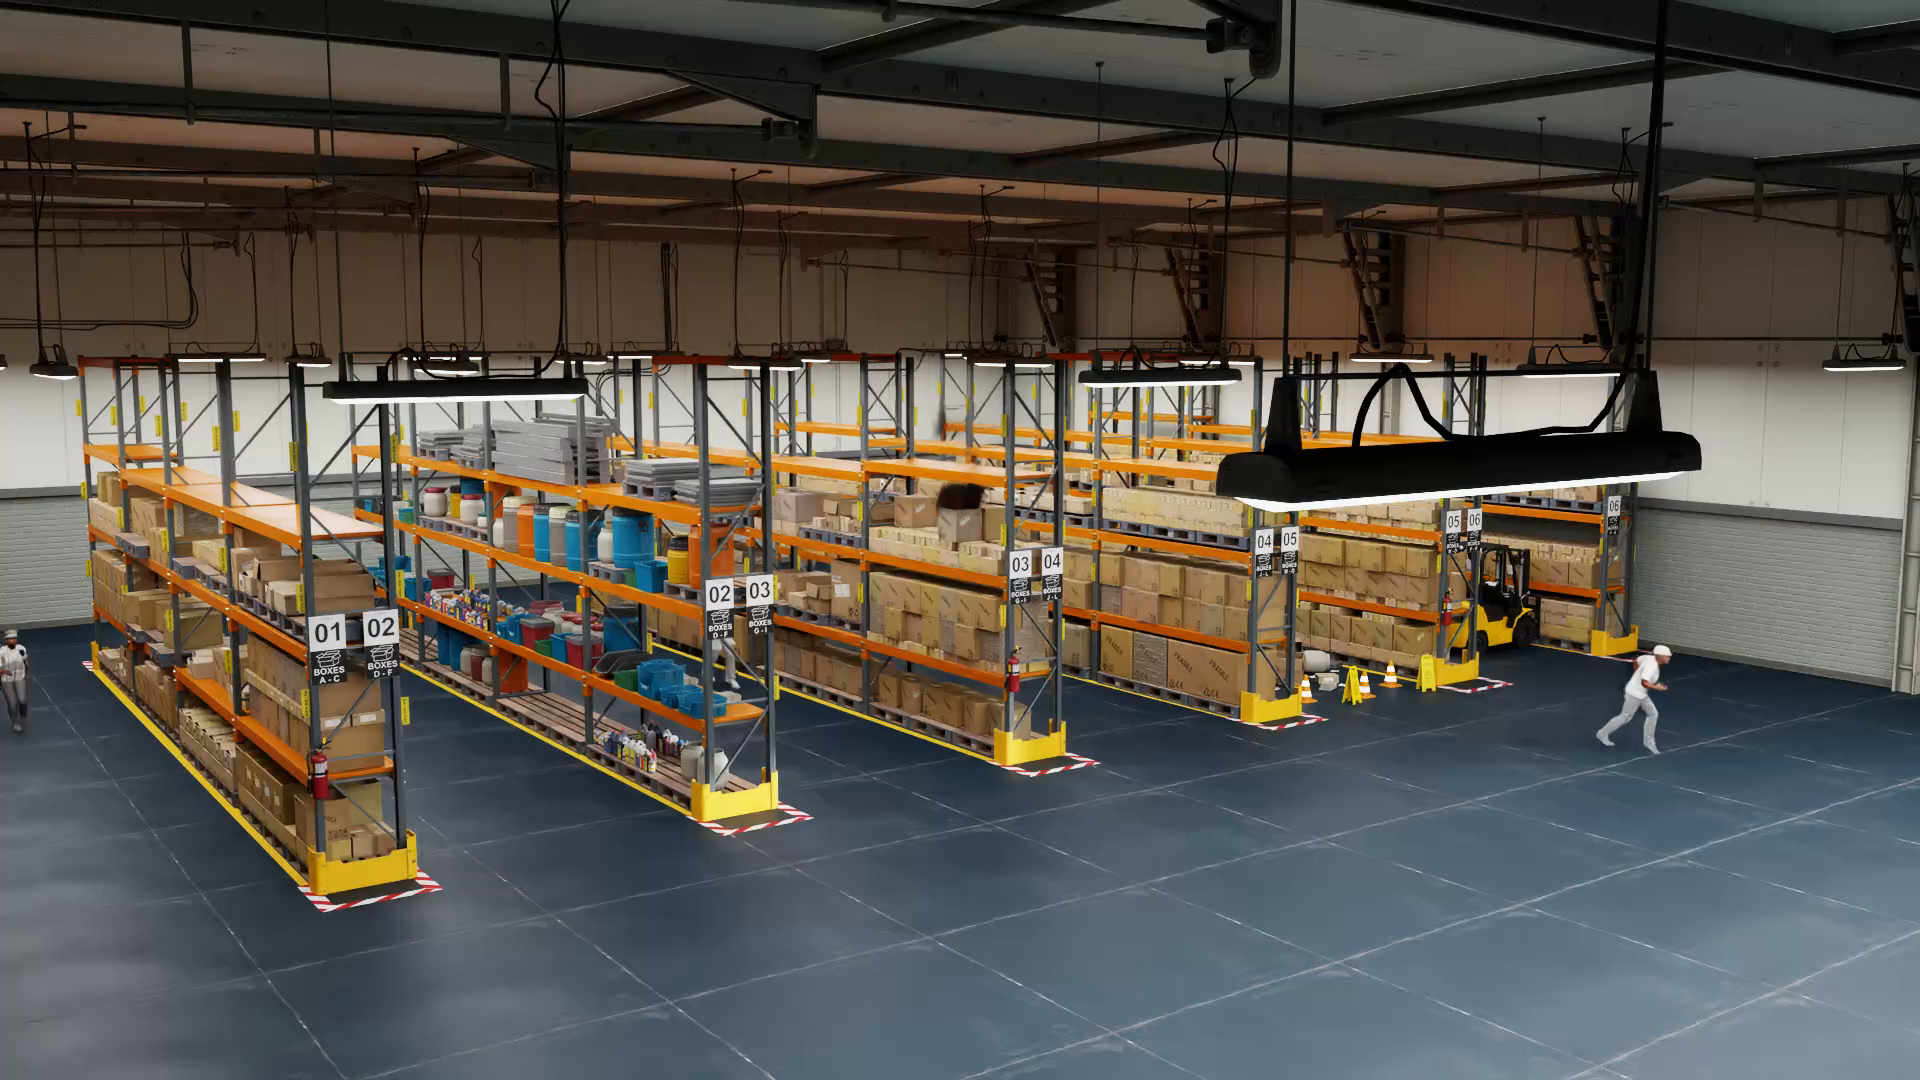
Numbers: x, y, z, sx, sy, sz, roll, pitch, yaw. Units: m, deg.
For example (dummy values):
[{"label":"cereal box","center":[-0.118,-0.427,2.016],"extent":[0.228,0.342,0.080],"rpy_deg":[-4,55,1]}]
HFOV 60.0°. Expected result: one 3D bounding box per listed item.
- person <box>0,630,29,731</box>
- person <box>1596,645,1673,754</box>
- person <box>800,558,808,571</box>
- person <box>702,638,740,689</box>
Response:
[{"label":"person","center":[-15.221,2.263,26.758],"extent":[0.558,1.666,0.567],"rpy_deg":[-6,9,-42]},{"label":"person","center":[10.362,2.438,25.556],"extent":[1.044,1.717,0.747],"rpy_deg":[3,7,23]},{"label":"person","center":[-3.959,0.402,41.892],"extent":[0.604,1.710,0.671],"rpy_deg":[0,7,-4]},{"label":"person","center":[-4.392,1.768,30.271],"extent":[0.696,1.828,0.916],"rpy_deg":[-7,10,-43]}]
